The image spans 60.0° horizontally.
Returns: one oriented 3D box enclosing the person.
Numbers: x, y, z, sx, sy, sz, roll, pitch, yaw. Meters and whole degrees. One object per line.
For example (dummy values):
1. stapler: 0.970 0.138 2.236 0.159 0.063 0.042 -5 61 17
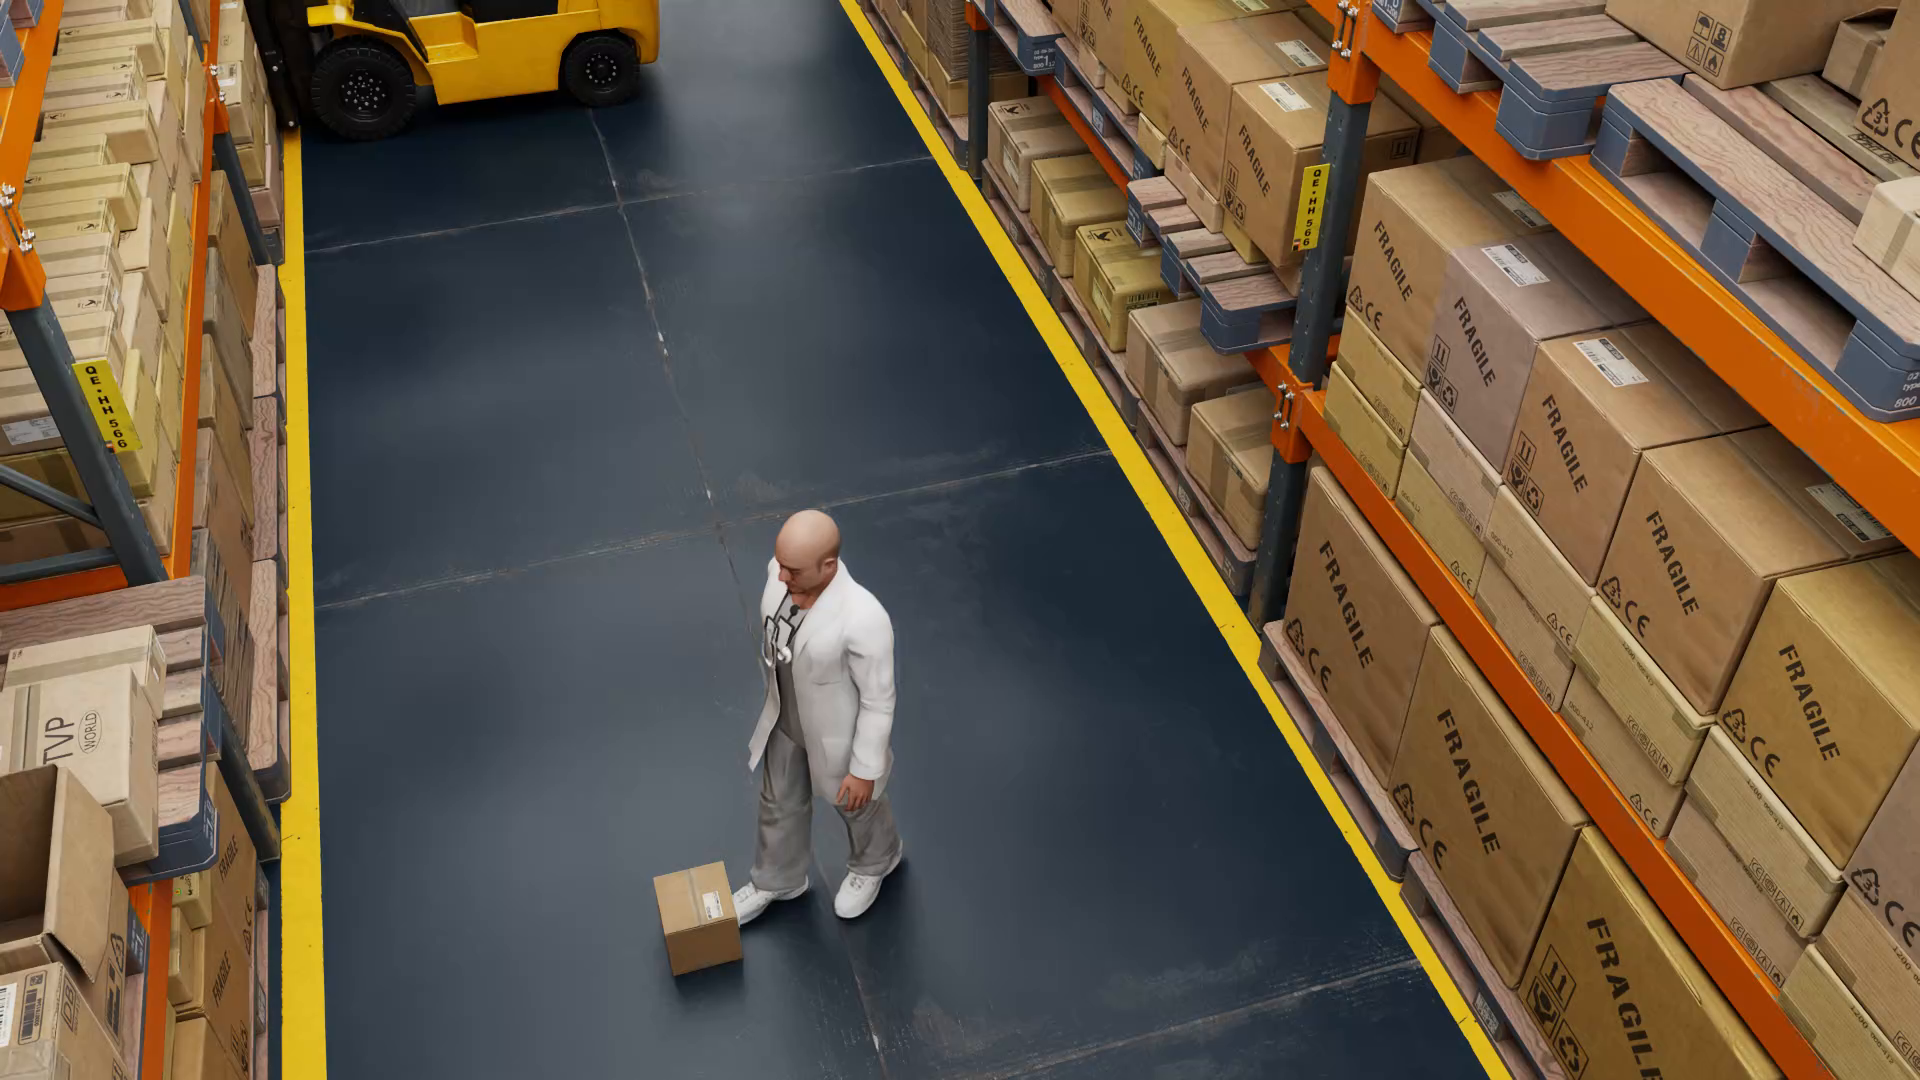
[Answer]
1. person: -0.500 0.687 5.467 0.702 1.662 0.633 -33 51 -31
